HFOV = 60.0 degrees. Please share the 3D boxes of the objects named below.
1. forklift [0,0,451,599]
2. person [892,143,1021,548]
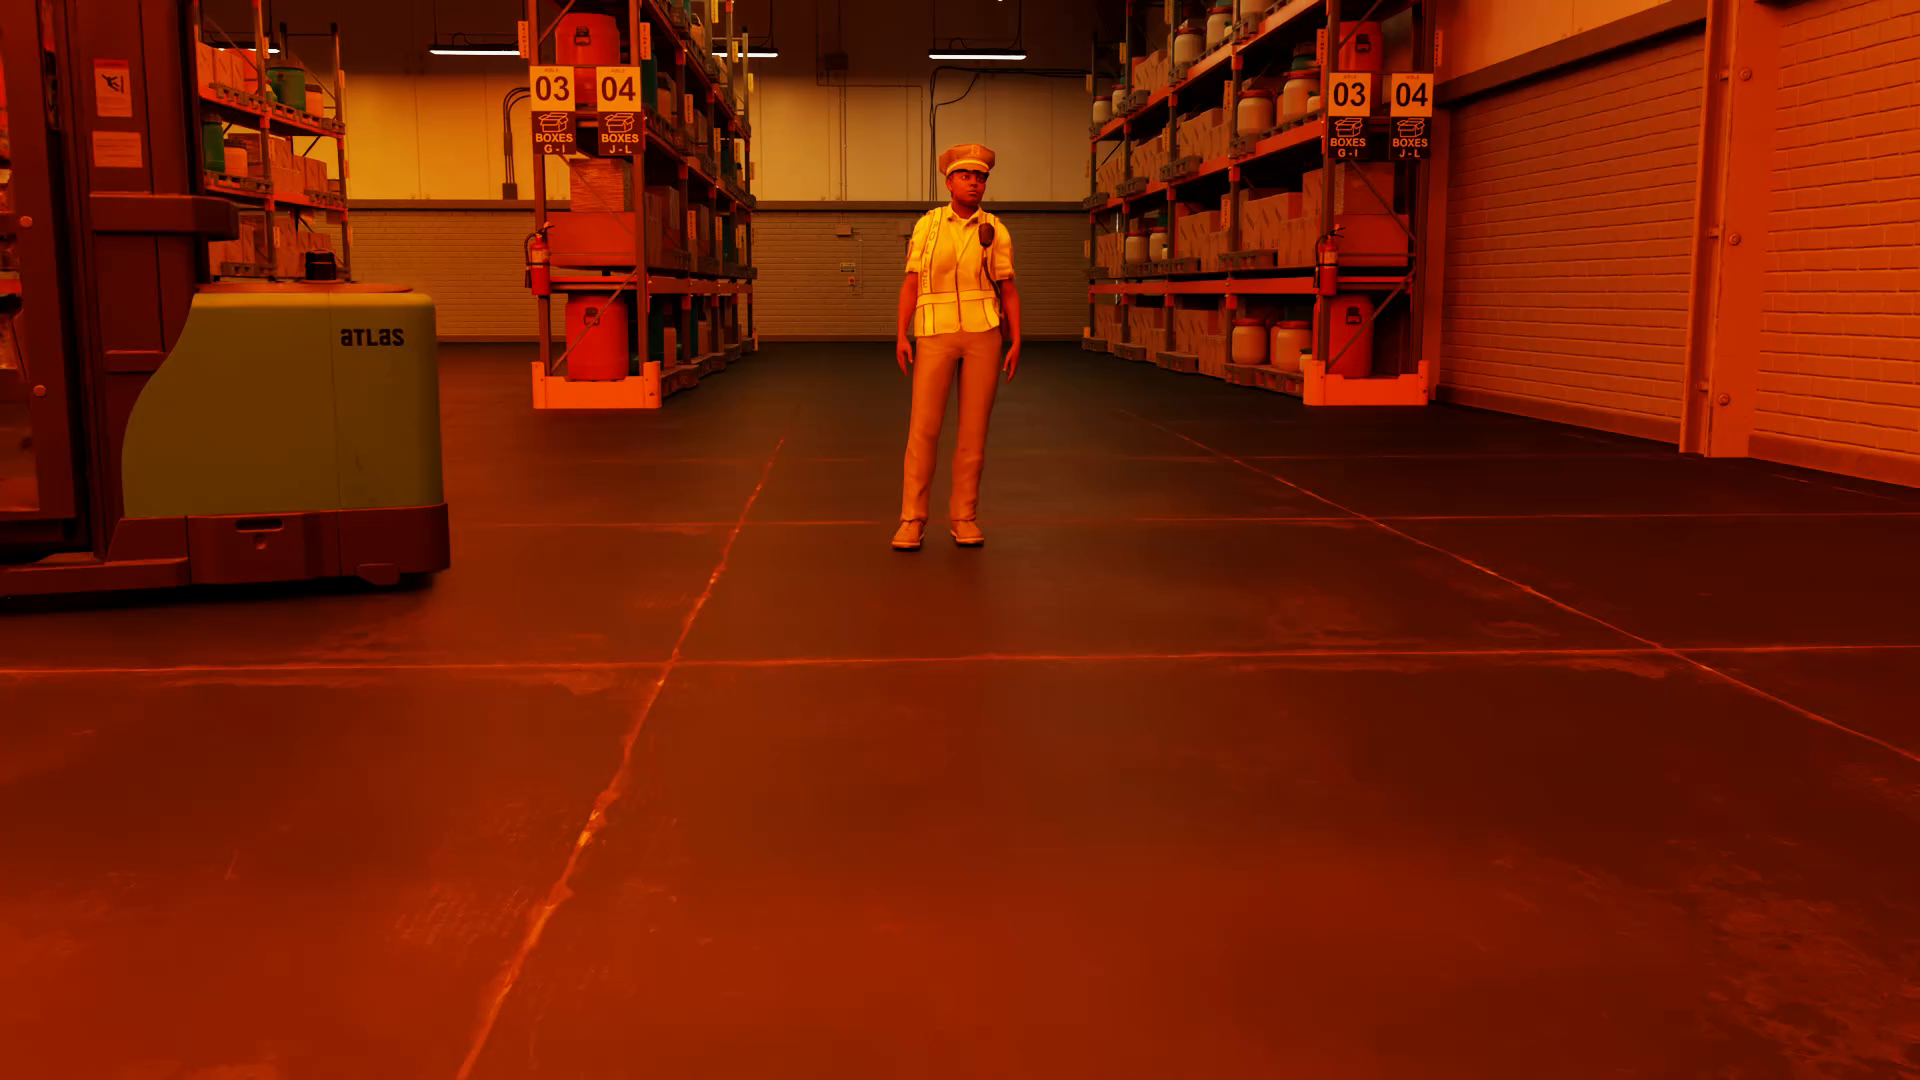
[{"bbox_3d":[-3.456,-1.263,5.838,3.031,2.935,1.130,-3,9,-20],"label":"forklift"},{"bbox_3d":[-0.015,-0.834,7.109,0.569,1.695,0.528,-1,8,-4],"label":"person"}]
